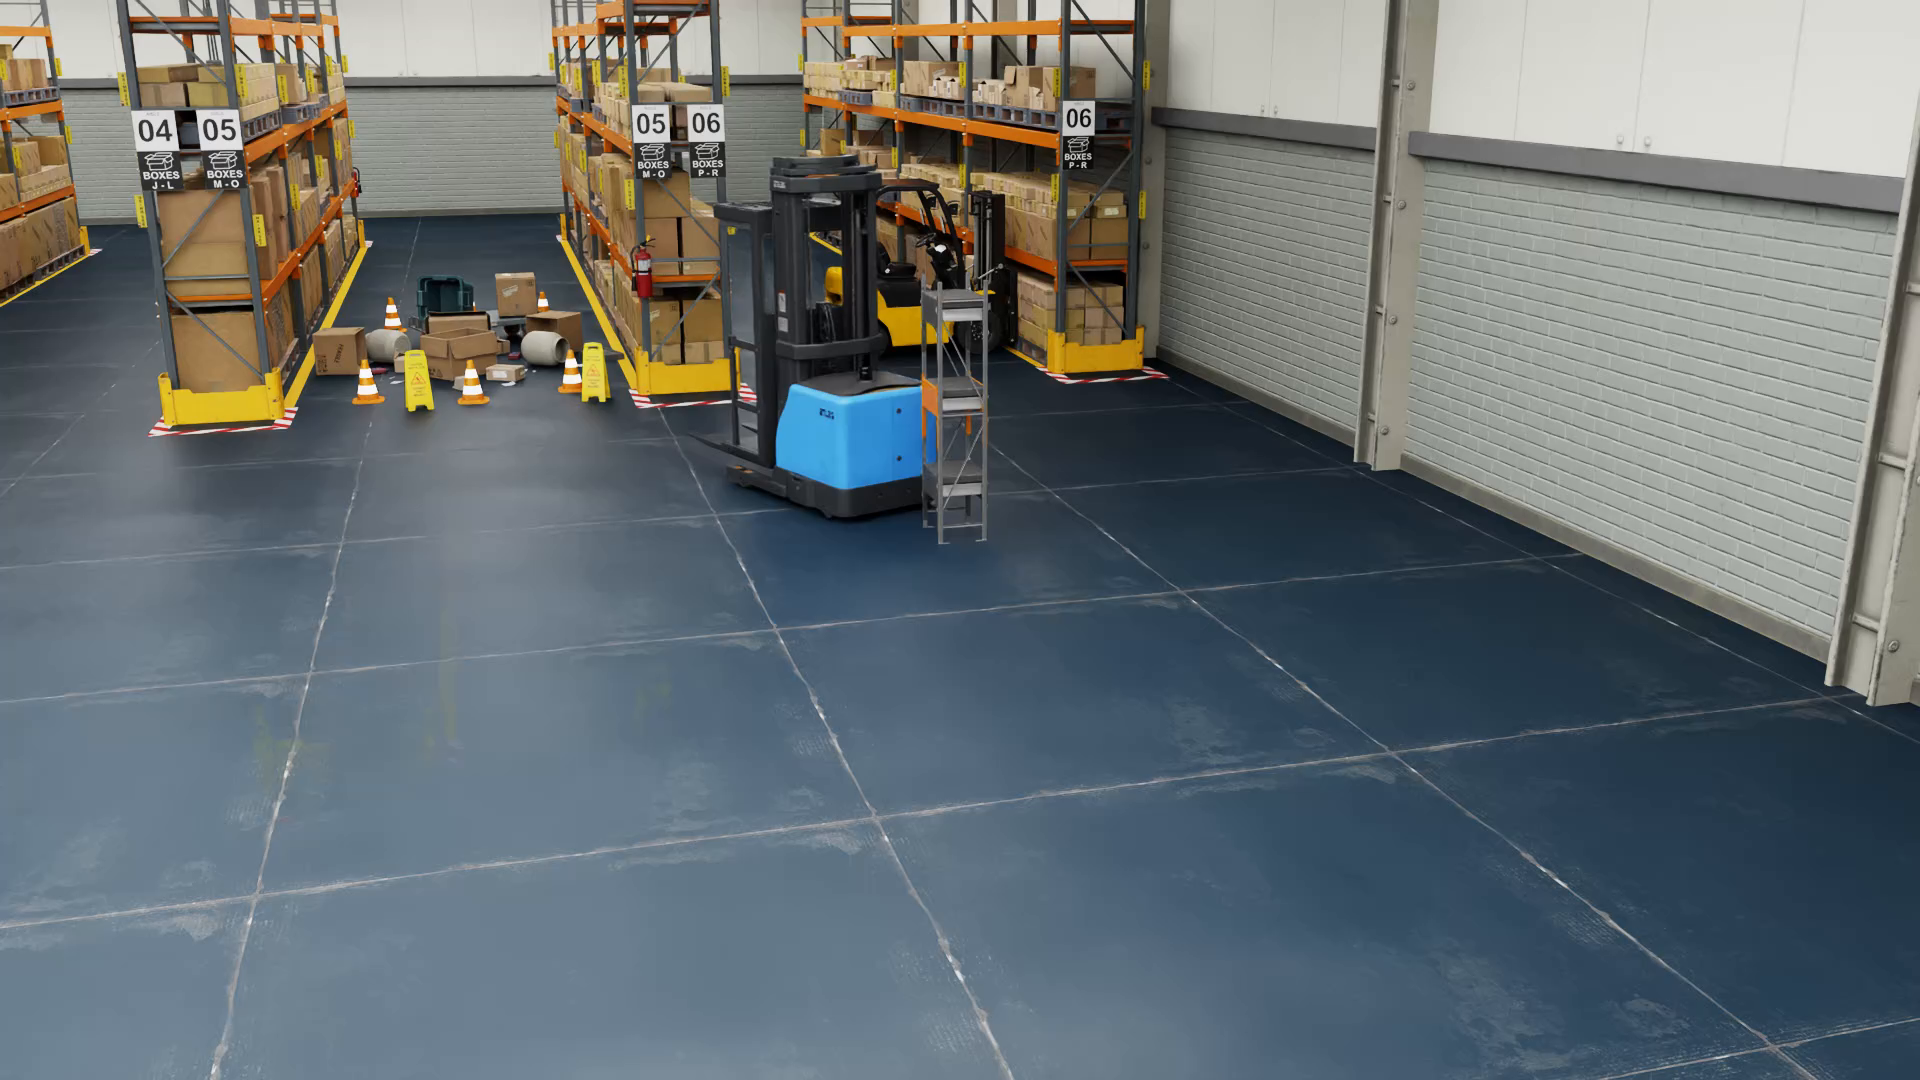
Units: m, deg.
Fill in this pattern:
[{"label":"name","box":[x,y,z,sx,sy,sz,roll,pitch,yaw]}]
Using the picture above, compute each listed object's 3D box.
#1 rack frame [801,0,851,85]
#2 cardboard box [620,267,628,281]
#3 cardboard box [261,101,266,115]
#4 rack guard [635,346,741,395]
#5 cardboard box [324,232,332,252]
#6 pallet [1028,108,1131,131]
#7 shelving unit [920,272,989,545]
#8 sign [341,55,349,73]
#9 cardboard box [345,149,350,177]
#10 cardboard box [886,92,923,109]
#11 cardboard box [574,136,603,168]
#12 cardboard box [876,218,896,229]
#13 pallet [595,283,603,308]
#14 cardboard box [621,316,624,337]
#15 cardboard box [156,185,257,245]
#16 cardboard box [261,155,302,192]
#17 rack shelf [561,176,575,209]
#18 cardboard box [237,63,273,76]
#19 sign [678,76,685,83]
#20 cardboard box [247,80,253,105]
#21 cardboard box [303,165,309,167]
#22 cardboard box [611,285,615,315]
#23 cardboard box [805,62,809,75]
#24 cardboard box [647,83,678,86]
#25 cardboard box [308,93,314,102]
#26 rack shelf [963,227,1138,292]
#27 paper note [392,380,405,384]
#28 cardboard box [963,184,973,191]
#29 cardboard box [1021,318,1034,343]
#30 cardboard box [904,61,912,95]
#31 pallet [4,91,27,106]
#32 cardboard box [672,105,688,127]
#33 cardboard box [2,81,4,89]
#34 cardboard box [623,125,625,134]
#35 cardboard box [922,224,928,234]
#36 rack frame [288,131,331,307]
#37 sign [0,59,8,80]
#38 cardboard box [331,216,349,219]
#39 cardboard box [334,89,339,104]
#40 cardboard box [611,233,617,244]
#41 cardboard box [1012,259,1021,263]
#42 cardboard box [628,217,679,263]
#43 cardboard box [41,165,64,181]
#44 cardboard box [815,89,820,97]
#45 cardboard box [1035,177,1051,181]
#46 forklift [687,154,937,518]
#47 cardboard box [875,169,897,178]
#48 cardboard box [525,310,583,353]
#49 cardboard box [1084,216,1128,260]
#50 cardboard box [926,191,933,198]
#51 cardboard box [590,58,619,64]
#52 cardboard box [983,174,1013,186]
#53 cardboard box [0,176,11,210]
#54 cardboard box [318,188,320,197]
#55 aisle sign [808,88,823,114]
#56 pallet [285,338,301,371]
[{"label":"rack frame","box":[-2.740,-10.847,33.922,1.000,3.000,0.127,-5,17,-15]},{"label":"cardboard box","box":[-4.115,-3.376,21.094,0.380,0.149,0.250,-4,17,-12]},{"label":"cardboard box","box":[-8.118,-4.910,18.903,0.380,0.149,0.250,-5,17,-15]},{"label":"rack guard","box":[-3.136,-1.979,19.171,1.175,0.500,0.348,-5,17,-15]},{"label":"cardboard box","box":[-10.141,-4.662,26.070,0.500,0.250,0.500,-5,17,-16]},{"label":"pallet","box":[1.487,-5.140,20.291,1.003,0.211,1.213,-5,17,-15]},{"label":"shelving unit","box":[-0.045,-1.051,13.302,0.431,2.100,0.503,-5,17,-15]},{"label":"sign","box":[-11.705,-9.061,31.648,0.100,0.325,0.005,-5,17,-15]},{"label":"cardboard box","box":[-11.588,-6.966,30.736,0.500,0.500,0.500,-5,17,-15]},{"label":"cardboard box","box":[-0.916,-7.249,27.417,0.500,0.250,0.500,-5,18,-17]},{"label":"cardboard box","box":[-6.266,-6.579,28.229,0.500,0.500,0.500,-5,17,-17]},{"label":"cardboard box","box":[-1.259,-5.562,29.241,0.380,0.149,0.250,-6,18,-18]},{"label":"pallet","box":[-5.100,-3.816,25.790,1.003,0.211,1.213,-5,17,-15]},{"label":"cardboard box","box":[-4.154,-2.815,21.657,0.500,0.250,0.500,-4,17,-12]},{"label":"cardboard box","box":[-7.911,-3.431,17.521,0.875,0.550,0.550,-5,17,-15]},{"label":"cardboard box","box":[-9.791,-5.211,23.673,0.700,0.500,0.500,-5,17,-16]},{"label":"rack shelf","box":[-6.962,-6.683,31.737,1.077,0.370,4.000,-5,17,-15]},{"label":"cardboard box","box":[-8.470,-5.644,19.959,0.380,0.149,0.250,-5,17,-15]},{"label":"sign","box":[-3.695,-5.991,22.069,0.100,0.325,0.005,-5,17,-15]},{"label":"cardboard box","box":[-7.873,-4.786,17.797,0.500,0.250,0.500,-5,17,-16]},{"label":"cardboard box","box":[-10.414,-5.890,26.520,0.380,0.149,0.250,-5,17,-16]},{"label":"cardboard box","box":[-4.361,-3.349,23.225,0.950,0.372,0.625,-4,17,-15]},{"label":"cardboard box","box":[-2.860,-9.578,33.786,0.500,0.250,0.500,-5,17,-16]},{"label":"cardboard box","box":[-3.787,-5.744,21.198,0.380,0.149,0.250,-4,17,-14]},{"label":"cardboard box","box":[-9.946,-6.612,24.863,0.500,0.500,0.500,-5,17,-15]},{"label":"rack shelf","box":[1.107,-3.757,21.997,1.077,0.370,4.000,-5,17,-15]},{"label":"paper note","box":[-6.634,-1.870,19.626,0.144,0.017,0.142,1,17,4]},{"label":"cardboard box","box":[0.250,-5.091,23.883,0.380,0.149,0.250,-4,17,-13]},{"label":"cardboard box","box":[1.096,-2.676,21.197,0.500,0.250,0.500,-5,17,-15]},{"label":"cardboard box","box":[-0.577,-7.275,26.166,0.500,0.500,0.500,-5,17,-15]},{"label":"pallet","box":[-16.156,-7.312,27.521,1.003,0.211,1.213,-5,17,-15]},{"label":"cardboard box","box":[-2.997,-4.823,18.822,0.500,0.250,0.500,-5,17,-16]},{"label":"cardboard box","box":[-16.214,-7.636,27.368,0.700,0.500,0.500,-6,18,-19]},{"label":"cardboard box","box":[-3.807,-4.904,19.788,0.380,0.149,0.250,-5,17,-17]},{"label":"cardboard box","box":[-0.433,-5.321,28.438,0.380,0.149,0.250,-4,17,-14]},{"label":"rack frame","box":[-10.045,-4.949,24.713,1.000,3.000,0.127,-5,17,-15]},{"label":"sign","box":[-15.422,-7.571,26.784,0.100,0.325,0.005,-5,17,-15]},{"label":"cardboard box","box":[-11.841,-6.082,31.676,0.380,0.149,0.250,-4,17,-14]},{"label":"cardboard box","box":[-11.289,-7.852,29.425,0.500,0.250,0.500,-4,17,-13]},{"label":"cardboard box","box":[-4.436,-4.029,22.087,0.380,0.149,0.250,-5,17,-16]},{"label":"cardboard box","box":[1.032,-3.758,23.061,0.500,0.250,0.500,-5,17,-16]},{"label":"cardboard box","box":[-3.529,-3.474,19.112,0.500,0.500,0.500,-5,17,-16]},{"label":"cardboard box","box":[-16.513,-6.615,30.002,0.500,0.250,0.500,-5,17,-16]},{"label":"cardboard box","box":[-2.677,-8.892,33.064,0.380,0.149,0.250,-5,17,-15]},{"label":"cardboard box","box":[1.231,-4.809,22.430,0.380,0.149,0.250,-5,17,-16]},{"label":"forklift","box":[-1.474,-1.948,14.841,1.130,2.935,3.031,-12,21,-36]},{"label":"cardboard box","box":[-1.143,-6.157,28.266,0.500,0.250,0.500,-6,18,-18]},{"label":"cardboard box","box":[-5.228,-2.662,21.440,0.500,0.500,0.500,7,18,23]},{"label":"cardboard box","box":[1.788,-3.755,20.567,0.500,0.500,0.500,-4,17,-13]},{"label":"cardboard box","box":[-0.227,-5.363,25.483,0.500,0.250,0.500,-4,17,-14]},{"label":"cardboard box","box":[-6.372,-8.387,29.868,0.500,0.500,0.500,-4,17,-14]},{"label":"cardboard box","box":[0.535,-4.981,23.000,0.380,0.149,0.250,-4,17,-14]},{"label":"cardboard box","box":[-15.421,-5.494,26.353,0.500,0.500,0.500,-4,17,-14]},{"label":"cardboard box","box":[-10.198,-5.393,25.897,0.380,0.149,0.250,-4,17,-13]},{"label":"aisle sign","box":[-3.042,-9.215,34.397,0.394,0.787,0.004,-5,17,-15]},{"label":"pallet","box":[-8.812,-2.290,20.710,1.003,0.211,1.213,-5,17,-15]}]
